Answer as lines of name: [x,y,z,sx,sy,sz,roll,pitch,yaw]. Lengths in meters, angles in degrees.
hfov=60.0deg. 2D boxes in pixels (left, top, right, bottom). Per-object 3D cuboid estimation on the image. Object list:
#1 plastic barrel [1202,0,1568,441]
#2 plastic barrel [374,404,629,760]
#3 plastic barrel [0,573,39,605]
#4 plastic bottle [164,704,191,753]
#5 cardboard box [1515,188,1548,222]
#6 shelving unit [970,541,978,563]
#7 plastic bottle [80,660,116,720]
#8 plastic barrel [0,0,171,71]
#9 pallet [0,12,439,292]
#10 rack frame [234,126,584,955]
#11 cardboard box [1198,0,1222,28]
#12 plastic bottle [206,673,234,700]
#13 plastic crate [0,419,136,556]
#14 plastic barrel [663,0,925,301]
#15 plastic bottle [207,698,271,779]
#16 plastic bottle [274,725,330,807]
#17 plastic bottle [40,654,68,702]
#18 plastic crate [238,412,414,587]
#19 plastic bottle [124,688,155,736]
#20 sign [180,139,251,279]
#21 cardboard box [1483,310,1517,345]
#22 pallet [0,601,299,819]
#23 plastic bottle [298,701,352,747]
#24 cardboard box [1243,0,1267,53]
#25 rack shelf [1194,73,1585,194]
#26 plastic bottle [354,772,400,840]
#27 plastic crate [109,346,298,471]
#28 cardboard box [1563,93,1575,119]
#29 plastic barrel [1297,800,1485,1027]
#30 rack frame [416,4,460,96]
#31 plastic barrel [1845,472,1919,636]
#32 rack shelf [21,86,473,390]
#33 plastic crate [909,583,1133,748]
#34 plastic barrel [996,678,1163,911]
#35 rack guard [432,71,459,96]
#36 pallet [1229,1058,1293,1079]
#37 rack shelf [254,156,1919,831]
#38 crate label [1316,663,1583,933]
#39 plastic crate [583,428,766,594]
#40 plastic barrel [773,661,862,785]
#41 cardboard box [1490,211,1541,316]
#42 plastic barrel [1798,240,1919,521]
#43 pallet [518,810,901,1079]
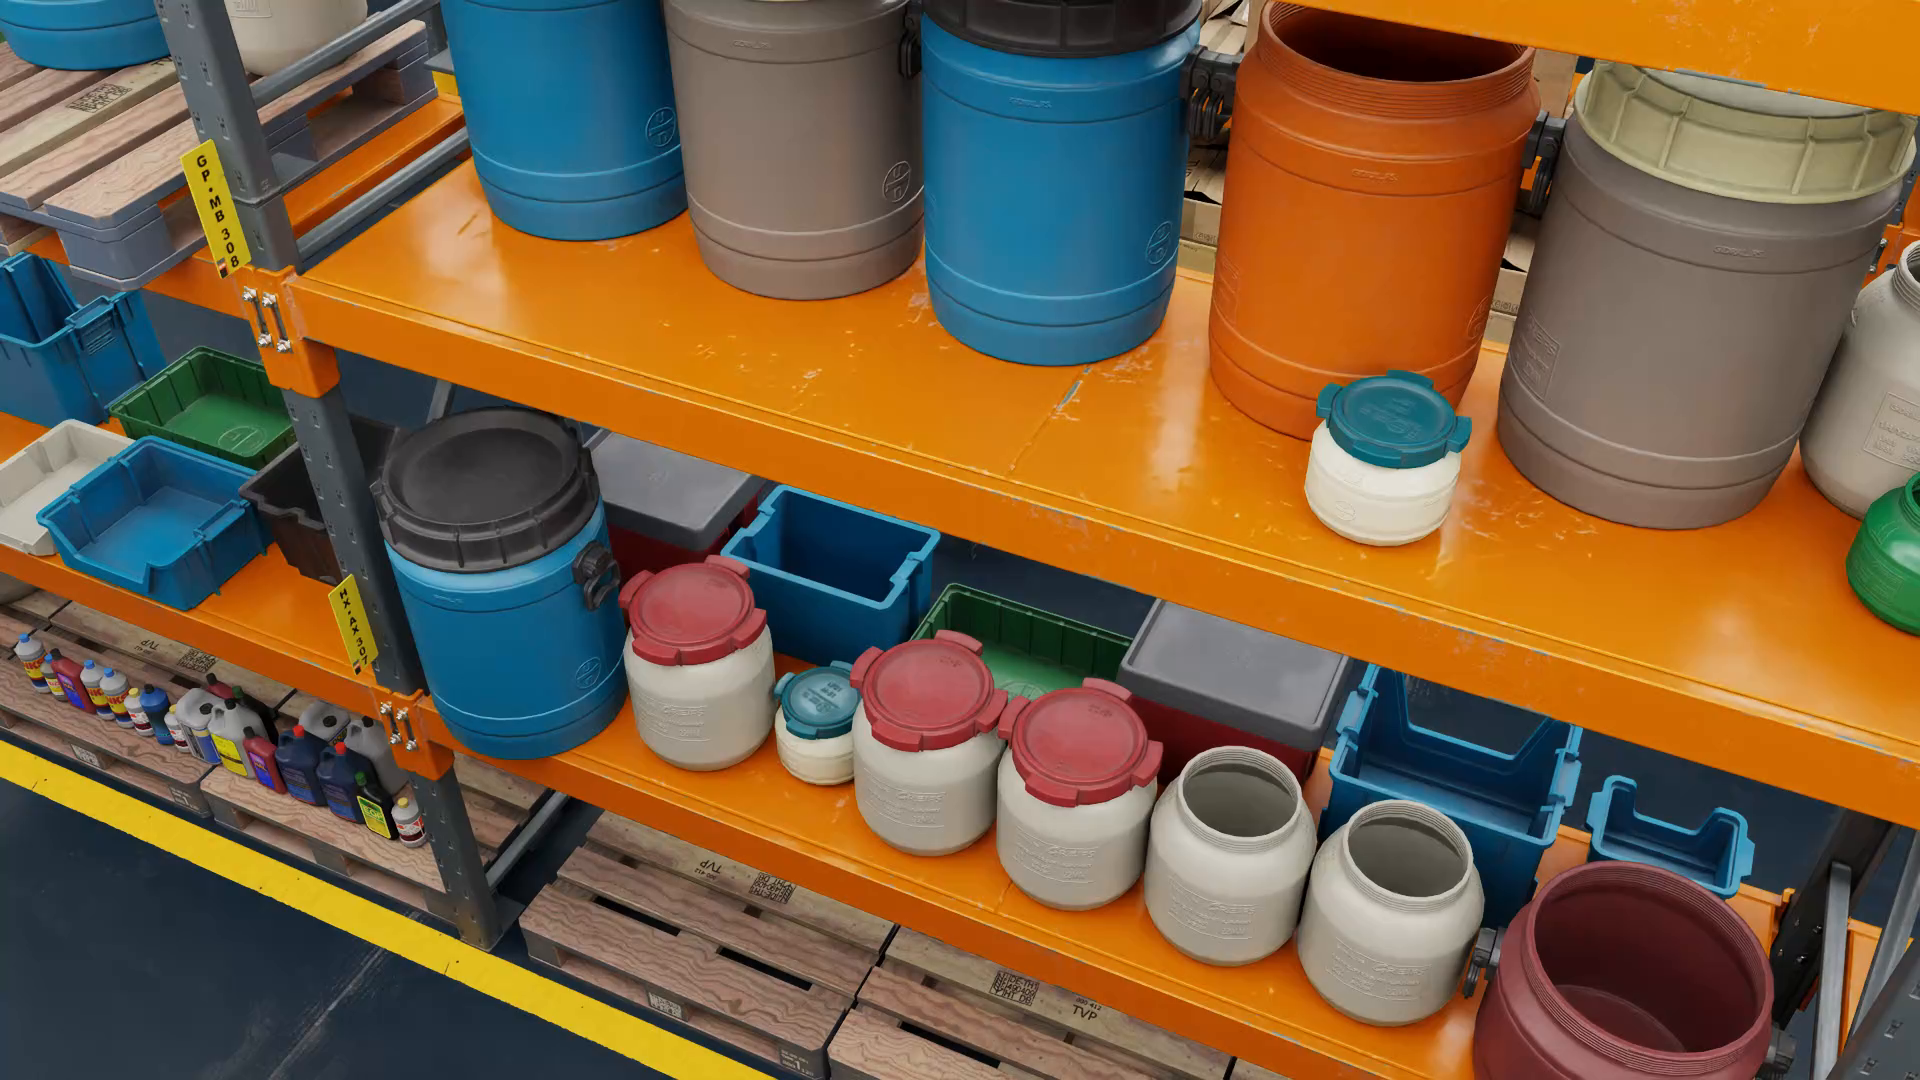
plastic barrel: [0.857,-0.695,3.527,0.708,0.830,0.600,17,44,19]
plastic barrel: [-1.301,0.128,4.814,0.708,0.901,0.600,17,44,19]
plastic barrel: [-4.065,-0.020,6.946,0.421,0.512,0.421,0,41,0]
plastic bottle: [-2.959,0.708,6.328,0.097,0.201,0.097,0,41,0]
cardboard box: [2.908,-1.735,8.696,0.500,0.311,0.500,16,43,17]
shelving unit: [0.007,-0.338,7.337,0.210,0.900,0.258,17,44,19]
plastic bottle: [-3.326,0.569,6.434,0.097,0.271,0.097,0,41,0]
plastic barrel: [-2.380,-1.790,4.416,0.708,0.901,0.600,17,44,19]
pallet: [-2.218,-1.173,4.552,1.003,0.211,1.213,17,44,19]
rack frame: [-1.523,0.030,5.309,0.127,3.000,1.000,17,44,19]
cardboard box: [1.040,-2.741,8.621,0.500,0.250,0.500,20,45,21]
plastic bottle: [-2.796,0.630,6.355,0.133,0.283,0.061,17,44,19]
plastic crate: [-3.101,-0.169,5.740,0.437,0.136,0.530,17,44,19]
plastic barrel: [-0.377,-1.099,3.939,0.600,0.901,0.600,0,41,0]
plastic bottle: [-2.695,0.715,6.205,0.185,0.351,0.144,17,44,18]
plastic bottle: [-2.402,0.805,6.102,0.185,0.351,0.144,15,43,17]
plastic bottle: [-3.543,0.530,6.533,0.097,0.201,0.097,0,41,0]
plastic crate: [-1.943,-0.167,5.583,0.504,0.338,0.767,17,44,19]
plastic bottle: [-3.145,0.651,6.393,0.097,0.201,0.097,0,41,0]
sign: [-1.765,-0.783,3.950,0.005,0.325,0.100,17,44,19]
cardboard box: [2.697,-1.203,8.511,0.500,0.250,0.500,18,44,20]
pallet: [-3.223,0.536,6.854,1.213,0.211,1.003,17,44,19]
plastic bottle: [-2.362,0.738,6.236,0.135,0.276,0.152,17,44,19]
cardboard box: [1.741,-2.578,8.242,0.500,0.500,0.500,20,45,22]
rack shelf: [2.387,-2.083,8.296,4.000,0.370,1.077,17,44,19]
plastic bottle: [-2.098,0.953,5.982,0.133,0.283,0.061,19,44,21]
plastic crate: [-2.634,-0.433,6.005,0.662,0.188,0.450,17,44,19]
cardboard box: [3.020,-2.026,7.873,0.250,0.149,0.380,20,45,22]
plastic barrel: [1.080,0.938,4.176,0.421,0.512,0.421,0,41,0]
rack frame: [-3.050,-4.016,9.977,0.127,3.000,1.000,17,44,19]
plastic barrel: [1.857,0.025,3.143,0.294,0.245,0.294,0,41,0]
rack shelf: [-3.335,-1.385,5.201,4.000,0.370,1.077,17,44,19]
plastic crate: [0.175,0.425,5.015,0.662,0.188,0.450,17,44,19]
plastic barrel: [0.308,0.697,4.436,0.433,0.535,0.433,0,41,0]
rack guard: [-3.072,-3.078,10.804,0.348,0.500,1.175,17,44,19]
pallet: [1.416,1.954,5.218,1.213,0.211,1.003,17,44,19]
rack shelf: [0.290,-0.277,3.923,4.000,0.370,1.077,17,44,19]
crate label: [1.316,0.689,4.522,0.616,0.435,0.502,17,44,19]
plastic crate: [-0.955,-0.041,5.342,0.583,0.464,0.402,17,44,19]
plastic barrel: [-0.388,0.540,4.826,0.301,0.262,0.301,0,41,0]
cardboard box: [2.691,-1.413,8.324,0.500,0.311,0.500,17,44,18]
plastic barrel: [1.950,-0.305,3.321,0.421,0.512,0.421,0,41,0]
pallet: [-0.795,1.279,5.998,1.213,0.211,1.003,17,44,19]
